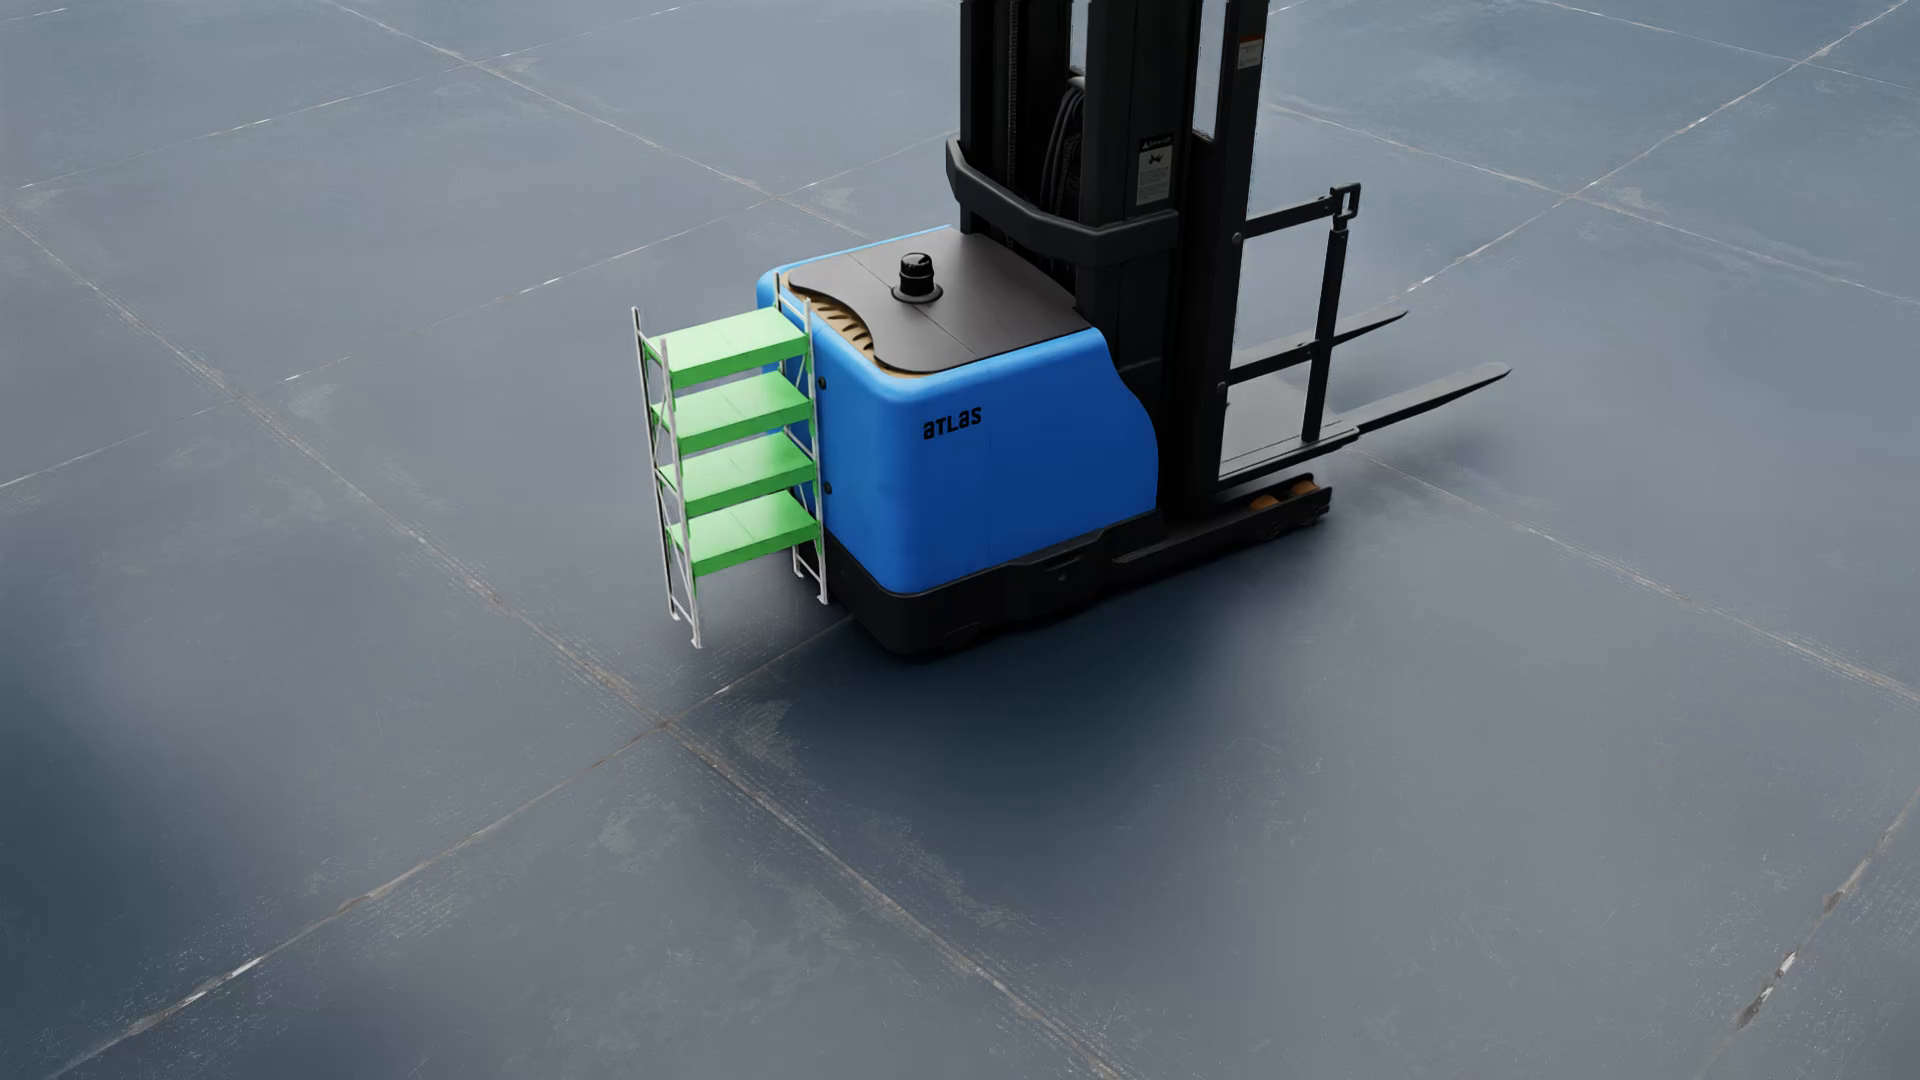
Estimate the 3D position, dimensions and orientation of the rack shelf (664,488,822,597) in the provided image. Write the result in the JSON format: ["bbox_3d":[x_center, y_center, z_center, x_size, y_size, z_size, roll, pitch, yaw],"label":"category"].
[{"bbox_3d":[-0.748,0.000,5.732,0.480,0.148,0.258,-19,39,-25],"label":"rack shelf"}]

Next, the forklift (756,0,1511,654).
[{"bbox_3d":[0.814,-1.442,5.755,3.031,2.935,1.130,-19,39,-25],"label":"forklift"}]

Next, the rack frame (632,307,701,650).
[{"bbox_3d":[-0.957,-0.177,5.454,0.015,1.200,0.240,-19,39,-25],"label":"rack frame"}]

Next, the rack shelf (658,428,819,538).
[{"bbox_3d":[-0.748,-0.196,5.594,0.480,0.148,0.258,-19,39,-25],"label":"rack shelf"}]

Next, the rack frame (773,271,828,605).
[{"bbox_3d":[-0.540,-0.321,5.661,0.015,1.200,0.240,-19,39,-25],"label":"rack frame"}]

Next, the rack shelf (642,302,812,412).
[{"bbox_3d":[-0.748,-0.590,5.320,0.480,0.148,0.258,-19,39,-25],"label":"rack shelf"}]

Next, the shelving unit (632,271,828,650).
[{"bbox_3d":[-0.748,-0.249,5.558,0.503,1.200,0.258,-19,39,-25],"label":"shelving unit"}]

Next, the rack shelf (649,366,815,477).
[{"bbox_3d":[-0.748,-0.393,5.457,0.480,0.148,0.258,-19,39,-25],"label":"rack shelf"}]
